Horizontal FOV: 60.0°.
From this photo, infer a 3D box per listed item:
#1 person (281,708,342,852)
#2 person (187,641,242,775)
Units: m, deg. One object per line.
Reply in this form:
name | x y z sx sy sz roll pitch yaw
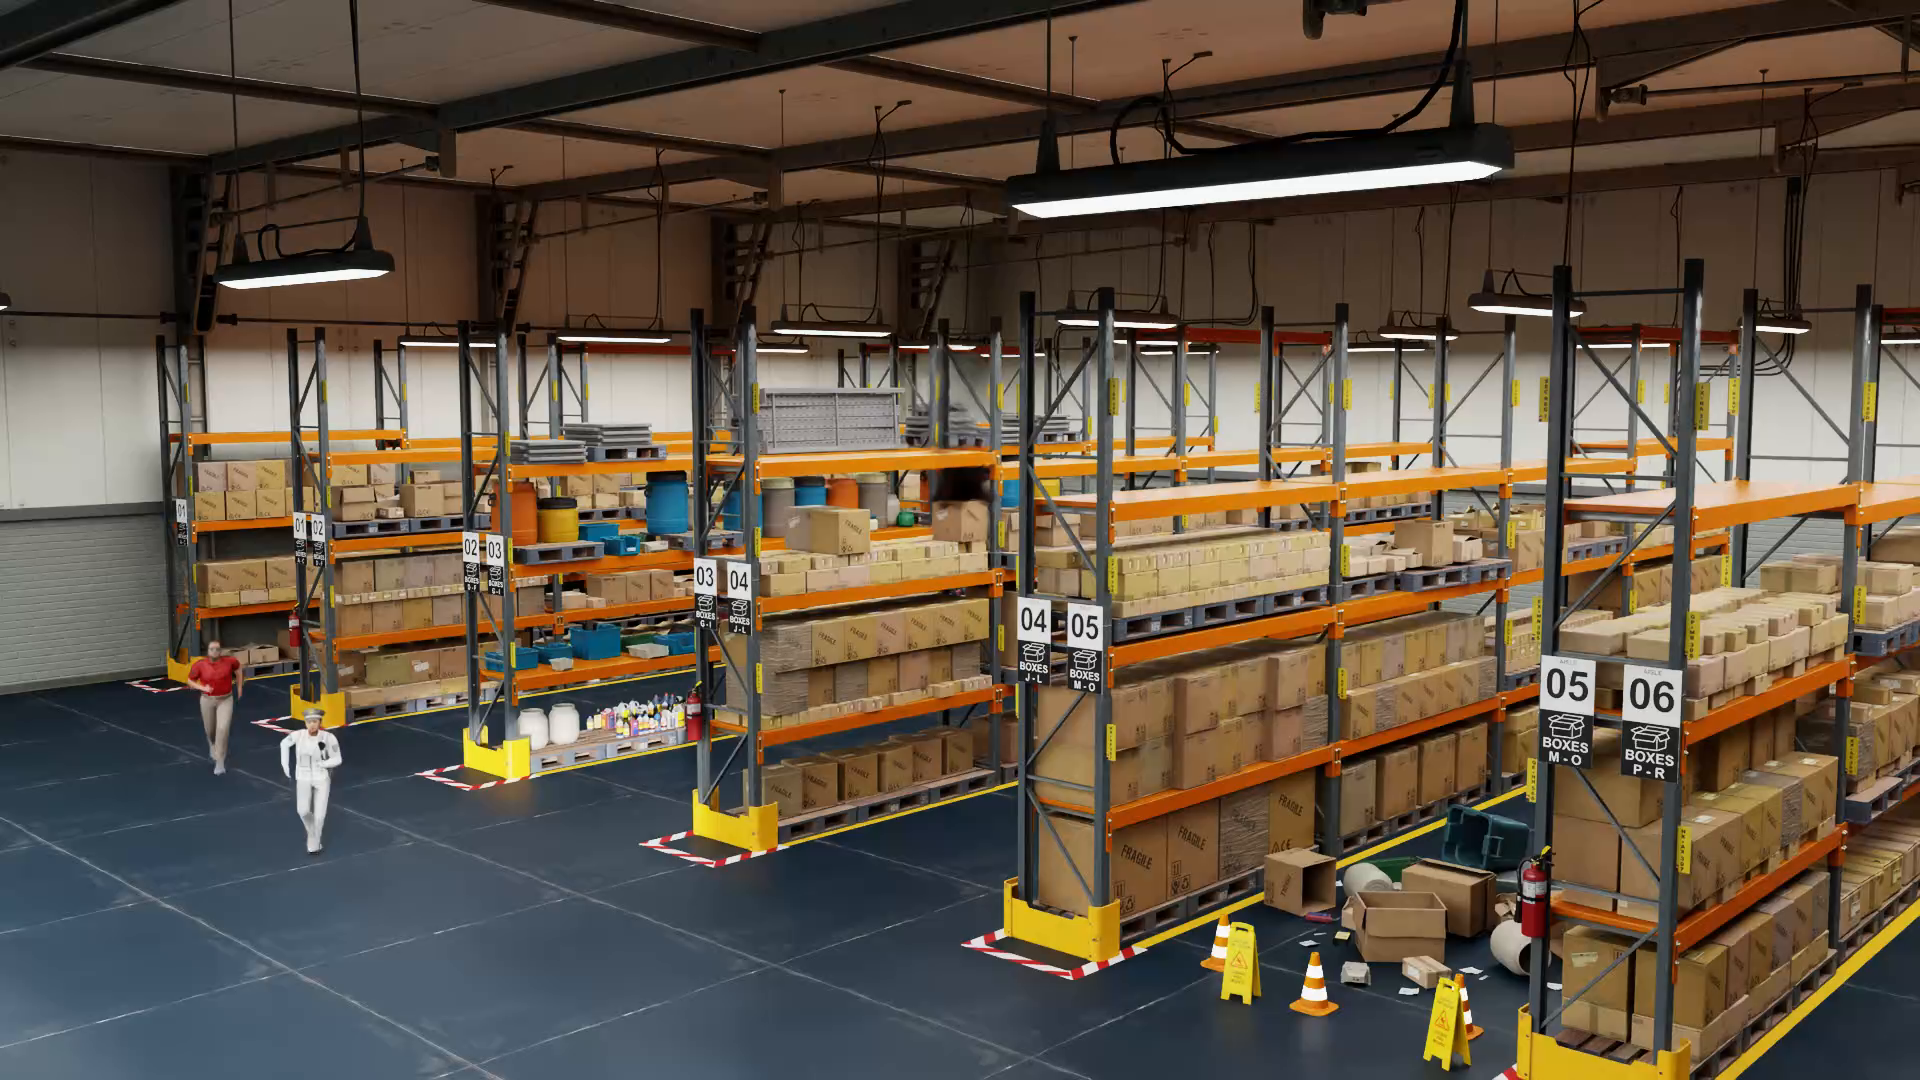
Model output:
person | -7.067 2.624 18.124 0.645 1.642 0.742 -1 6 -15
person | -10.028 2.211 22.416 0.685 1.751 1.026 -3 6 -26
